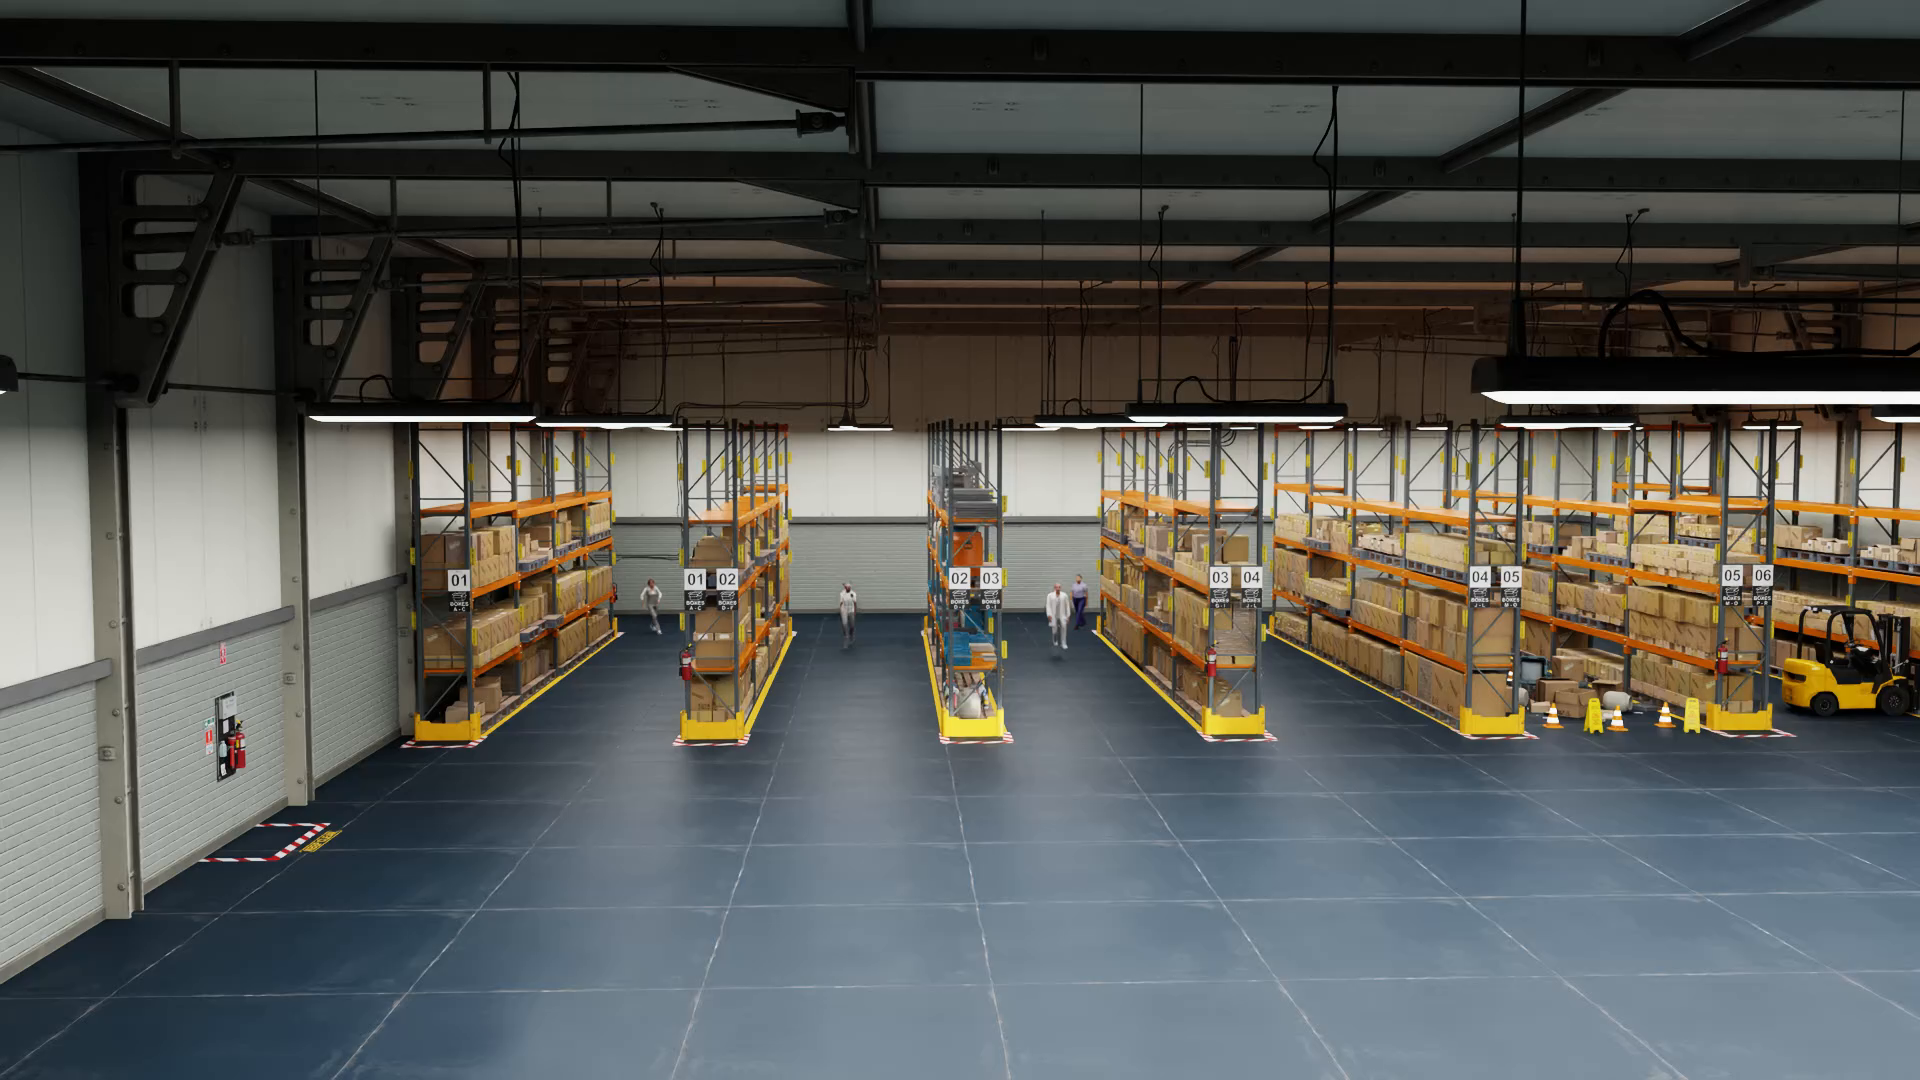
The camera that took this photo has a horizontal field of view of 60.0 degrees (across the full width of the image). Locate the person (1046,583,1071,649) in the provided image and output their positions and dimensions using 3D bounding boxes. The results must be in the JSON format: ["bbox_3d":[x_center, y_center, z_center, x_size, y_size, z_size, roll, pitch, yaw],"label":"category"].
[{"bbox_3d":[2.496,1.910,42.382,0.611,1.642,1.008,0,4,5],"label":"person"}]

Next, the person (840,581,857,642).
[{"bbox_3d":[-2.966,1.911,44.230,0.457,1.659,0.861,0,4,-5],"label":"person"}]

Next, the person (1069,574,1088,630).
[{"bbox_3d":[3.484,1.791,48.663,0.504,1.576,1.078,2,4,33],"label":"person"}]

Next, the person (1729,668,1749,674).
[{"bbox_3d":[17.010,2.583,36.239,0.660,1.654,0.767,0,4,-2],"label":"person"}]

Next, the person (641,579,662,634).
[{"bbox_3d":[-8.843,1.890,47.616,0.598,1.574,0.793,-2,4,-28],"label":"person"}]
